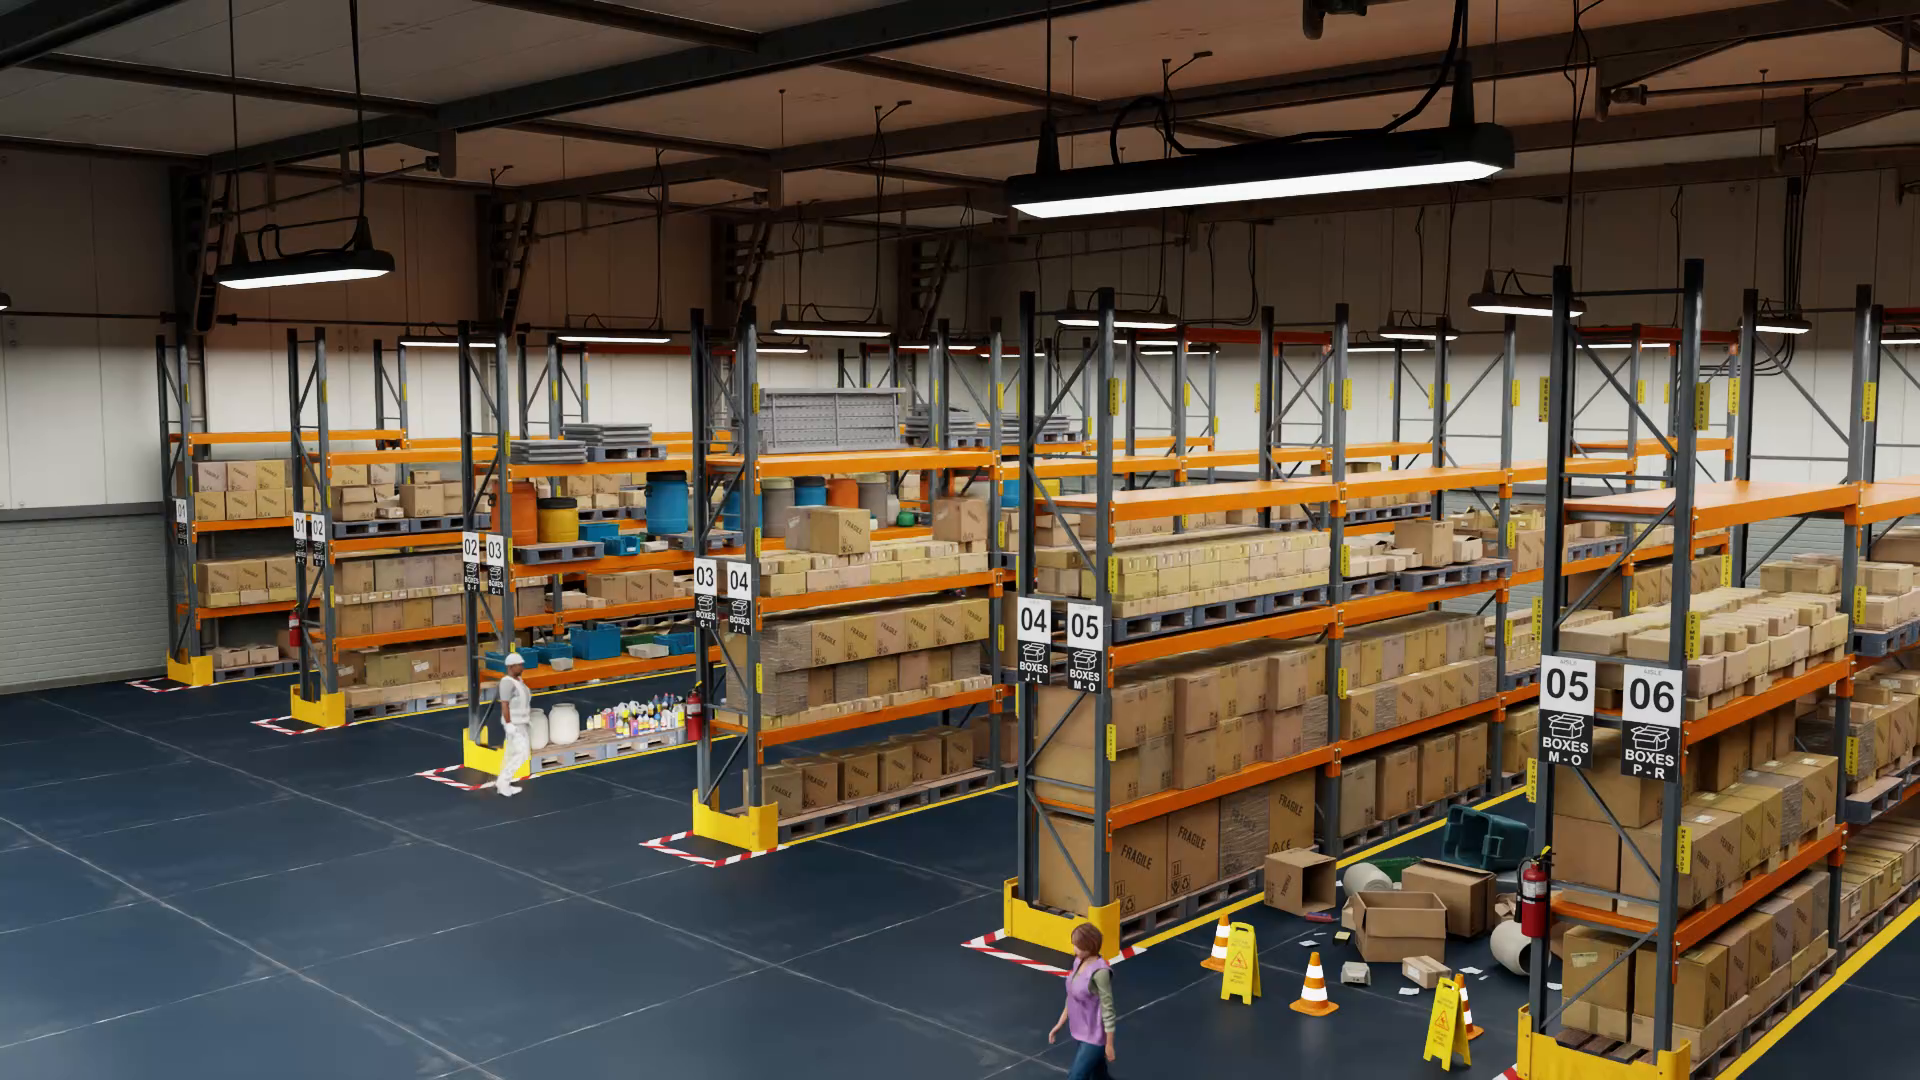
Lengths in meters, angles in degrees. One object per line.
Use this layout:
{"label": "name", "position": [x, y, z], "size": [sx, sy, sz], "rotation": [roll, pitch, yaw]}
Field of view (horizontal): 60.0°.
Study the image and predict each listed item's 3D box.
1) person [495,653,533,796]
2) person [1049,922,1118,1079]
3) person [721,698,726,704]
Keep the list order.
{"label": "person", "position": [-5.610, 2.309, 20.903], "size": [0.448, 1.761, 0.665], "rotation": [0, 5, -5]}
{"label": "person", "position": [0.859, 3.335, 11.161], "size": [0.818, 1.563, 0.425], "rotation": [-1, 5, -11]}
{"label": "person", "position": [-3.444, 1.842, 26.401], "size": [0.465, 1.634, 0.874], "rotation": [-5, 7, -44]}
